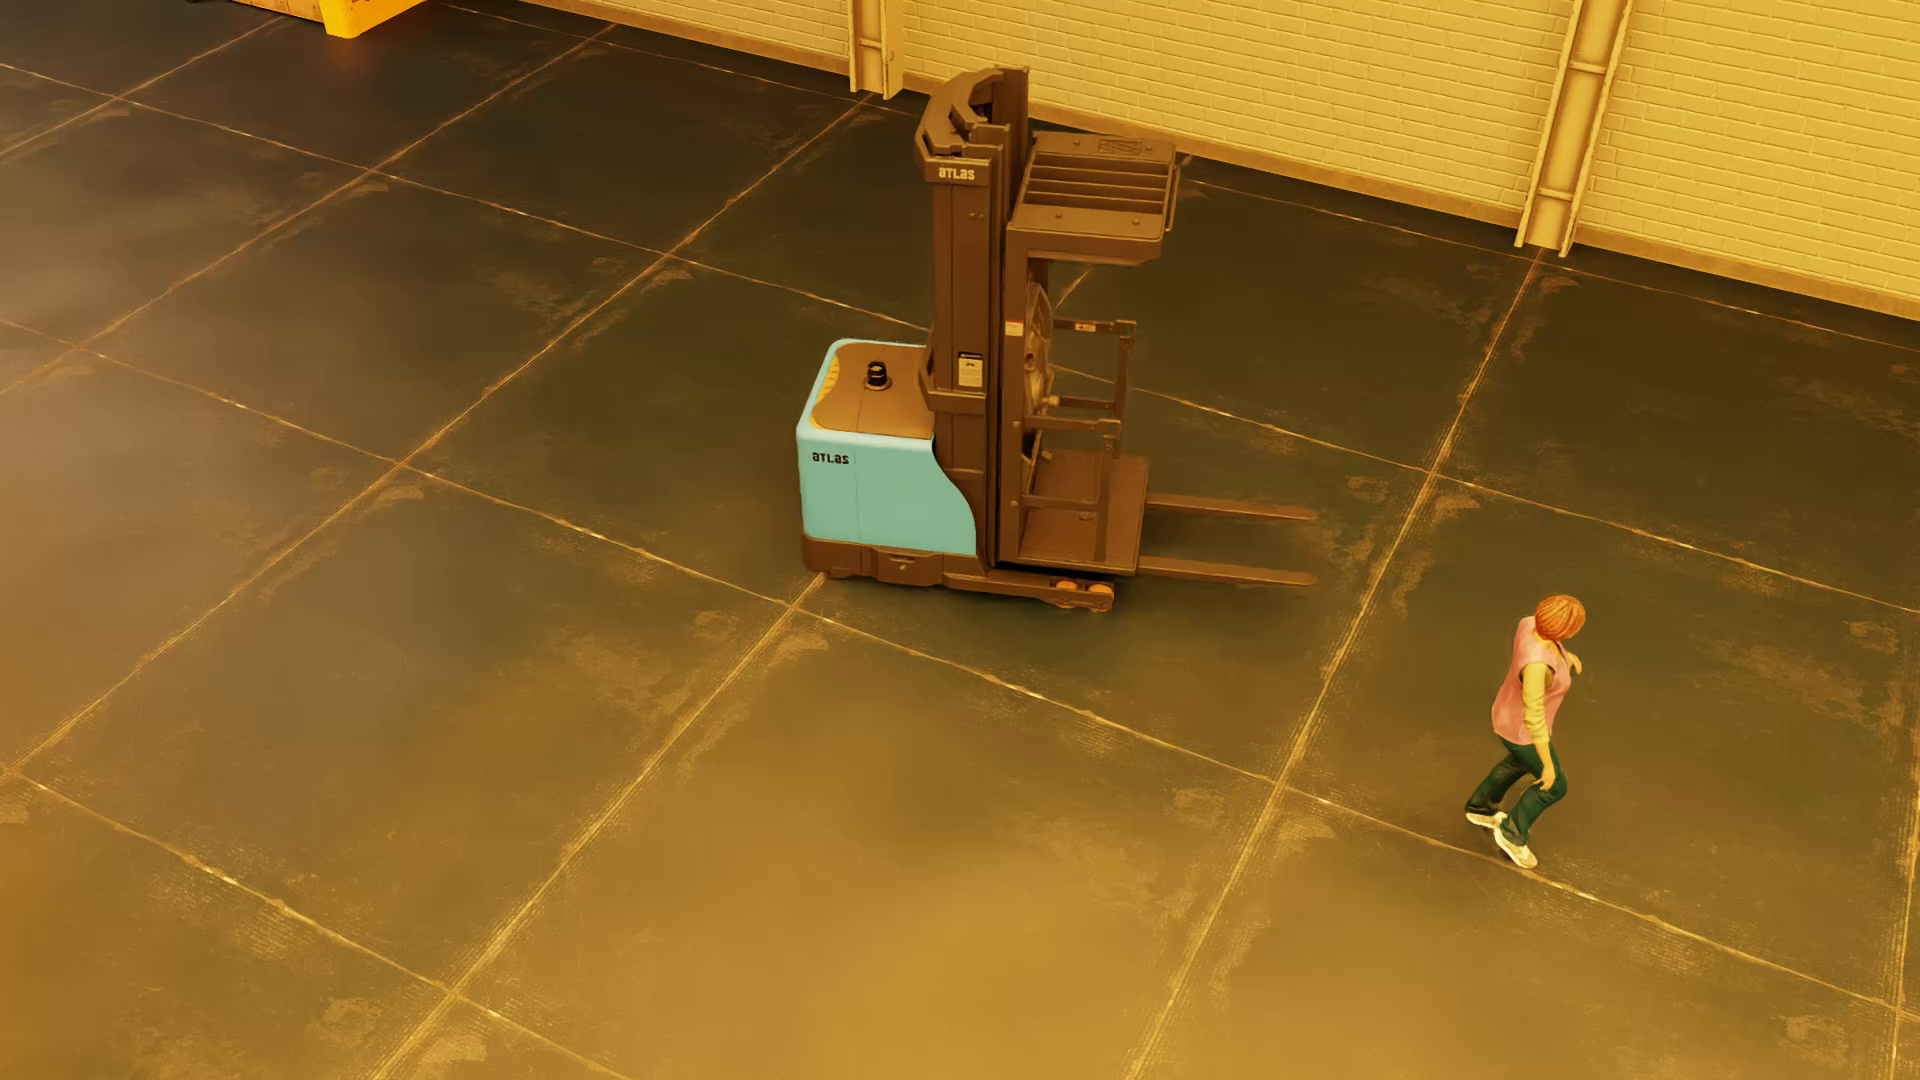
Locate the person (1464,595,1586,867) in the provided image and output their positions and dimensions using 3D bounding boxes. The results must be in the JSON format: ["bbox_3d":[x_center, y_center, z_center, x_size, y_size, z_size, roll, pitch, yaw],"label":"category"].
[{"bbox_3d":[2.770,0.896,8.012,0.422,1.591,0.774,11,41,13],"label":"person"}]

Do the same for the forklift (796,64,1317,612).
[{"bbox_3d":[0.622,-1.067,9.254,3.031,2.935,1.130,6,40,7],"label":"forklift"}]
